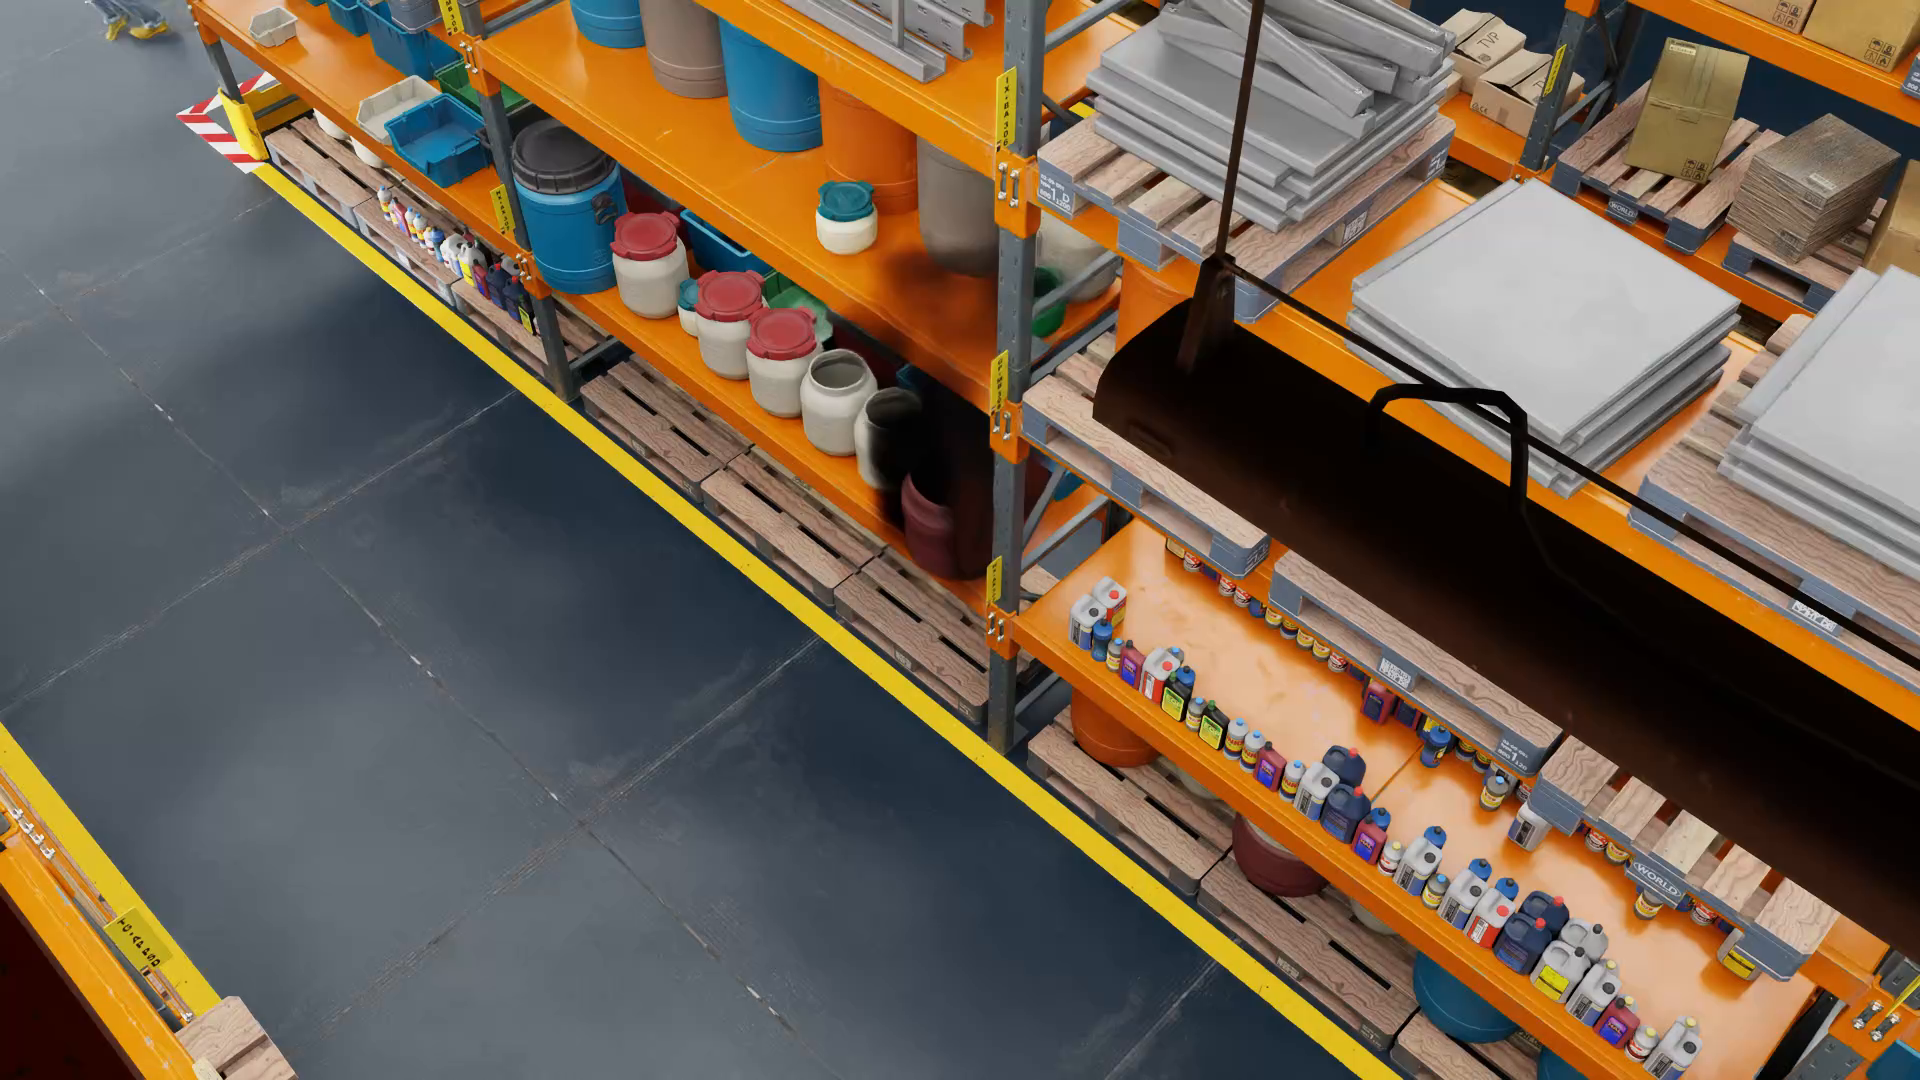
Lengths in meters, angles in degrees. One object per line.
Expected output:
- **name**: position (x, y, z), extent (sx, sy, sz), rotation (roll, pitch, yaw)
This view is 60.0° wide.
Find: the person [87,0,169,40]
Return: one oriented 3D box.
- **person**: position (-6.897, -4.666, 13.168), extent (0.654, 1.811, 0.727), rotation (-8, 51, -7)
